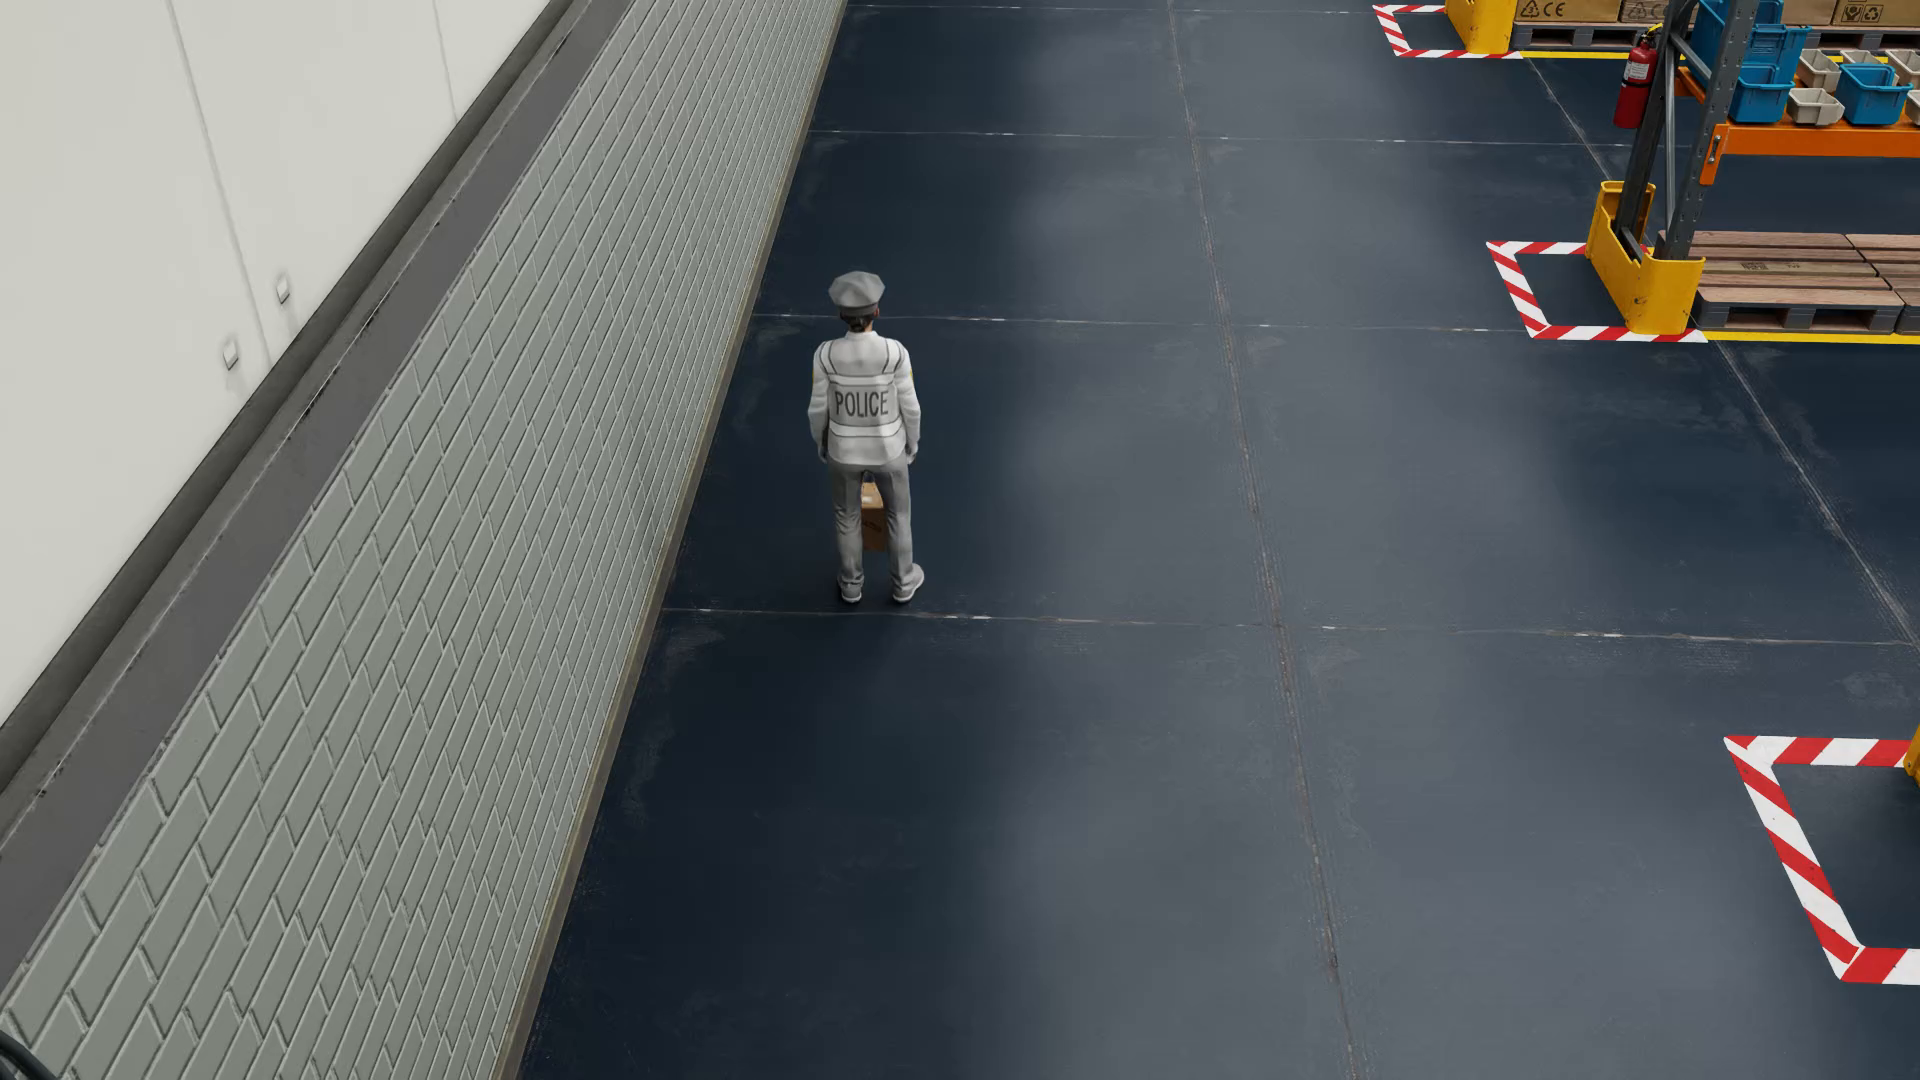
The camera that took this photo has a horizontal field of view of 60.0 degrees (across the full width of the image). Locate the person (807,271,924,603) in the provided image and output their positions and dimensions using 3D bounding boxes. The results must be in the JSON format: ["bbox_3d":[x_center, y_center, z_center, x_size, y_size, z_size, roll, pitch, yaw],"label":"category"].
[{"bbox_3d":[-0.434,-0.421,7.690,0.512,1.666,0.358,0,36,0],"label":"person"}]
